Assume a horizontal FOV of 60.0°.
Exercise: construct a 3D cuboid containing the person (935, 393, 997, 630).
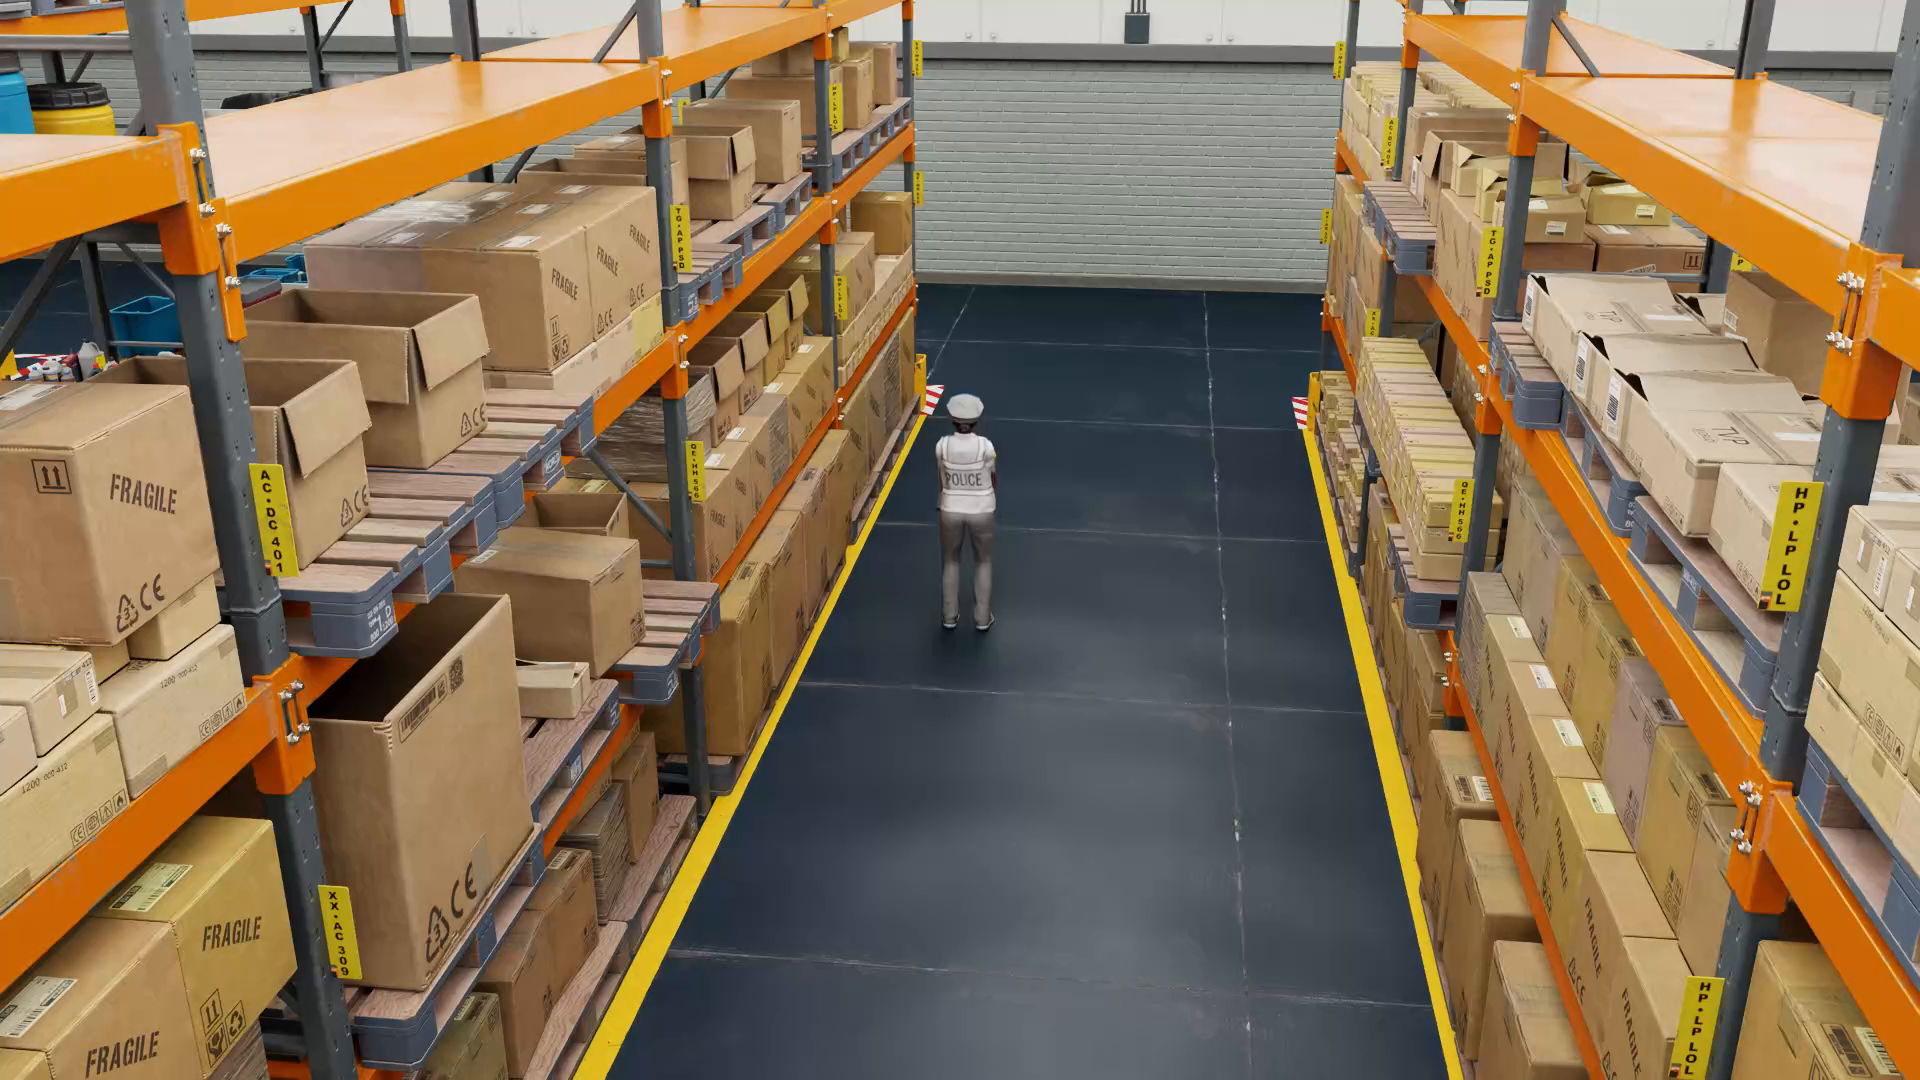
[{"bbox_3d":[0.048,-0.216,11.611,0.423,1.691,0.523,2,21,6],"label":"person"}]
